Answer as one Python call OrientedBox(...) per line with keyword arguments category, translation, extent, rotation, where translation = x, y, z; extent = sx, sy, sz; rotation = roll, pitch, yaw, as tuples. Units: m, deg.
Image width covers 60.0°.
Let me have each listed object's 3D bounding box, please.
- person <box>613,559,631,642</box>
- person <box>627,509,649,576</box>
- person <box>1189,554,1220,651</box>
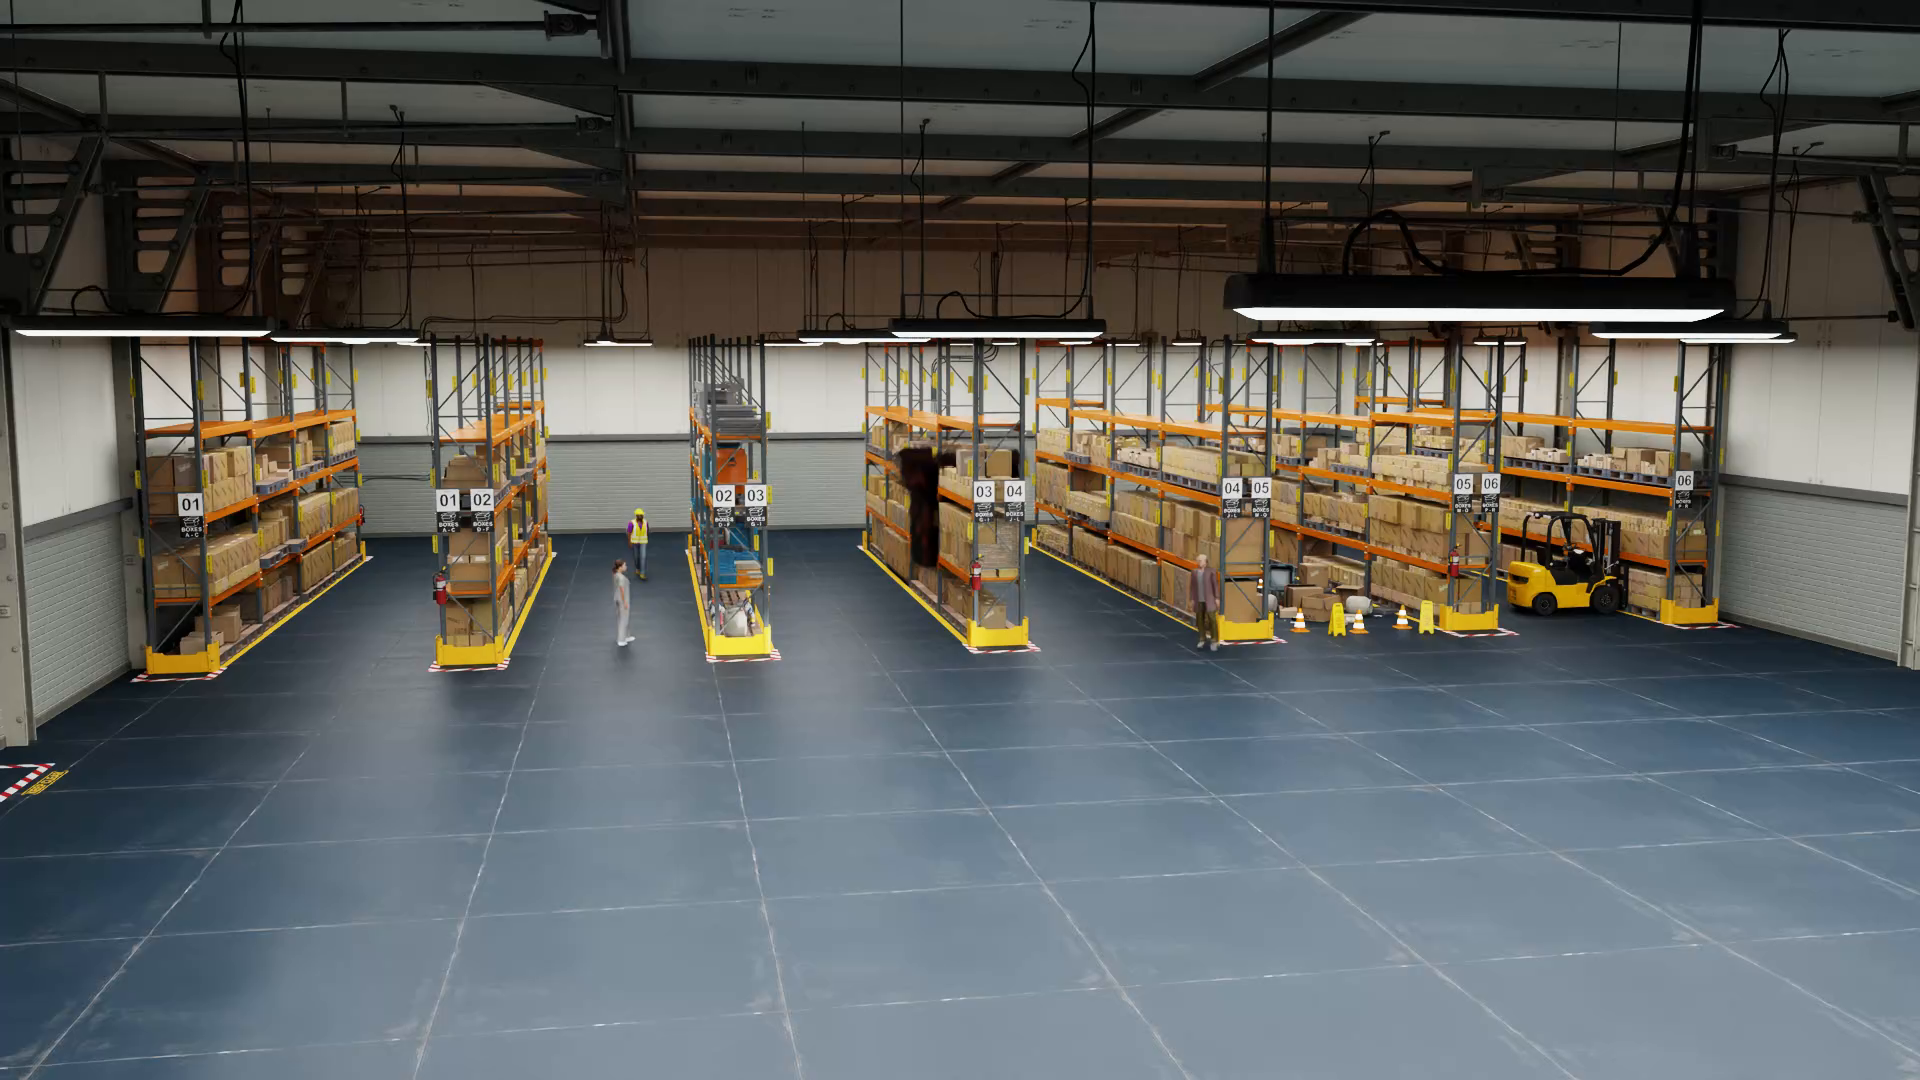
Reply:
OrientedBox(category="person", translation=(-6.561, 1.167, 32.340), extent=(0.450, 1.600, 0.445), rotation=(-6, 9, -43))
OrientedBox(category="person", translation=(-8.090, 0.047, 41.827), extent=(0.529, 1.673, 0.815), rotation=(-1, 7, -7))
OrientedBox(category="person", translation=(4.676, 1.189, 31.960), extent=(0.668, 1.805, 0.466), rotation=(3, 7, 28))
